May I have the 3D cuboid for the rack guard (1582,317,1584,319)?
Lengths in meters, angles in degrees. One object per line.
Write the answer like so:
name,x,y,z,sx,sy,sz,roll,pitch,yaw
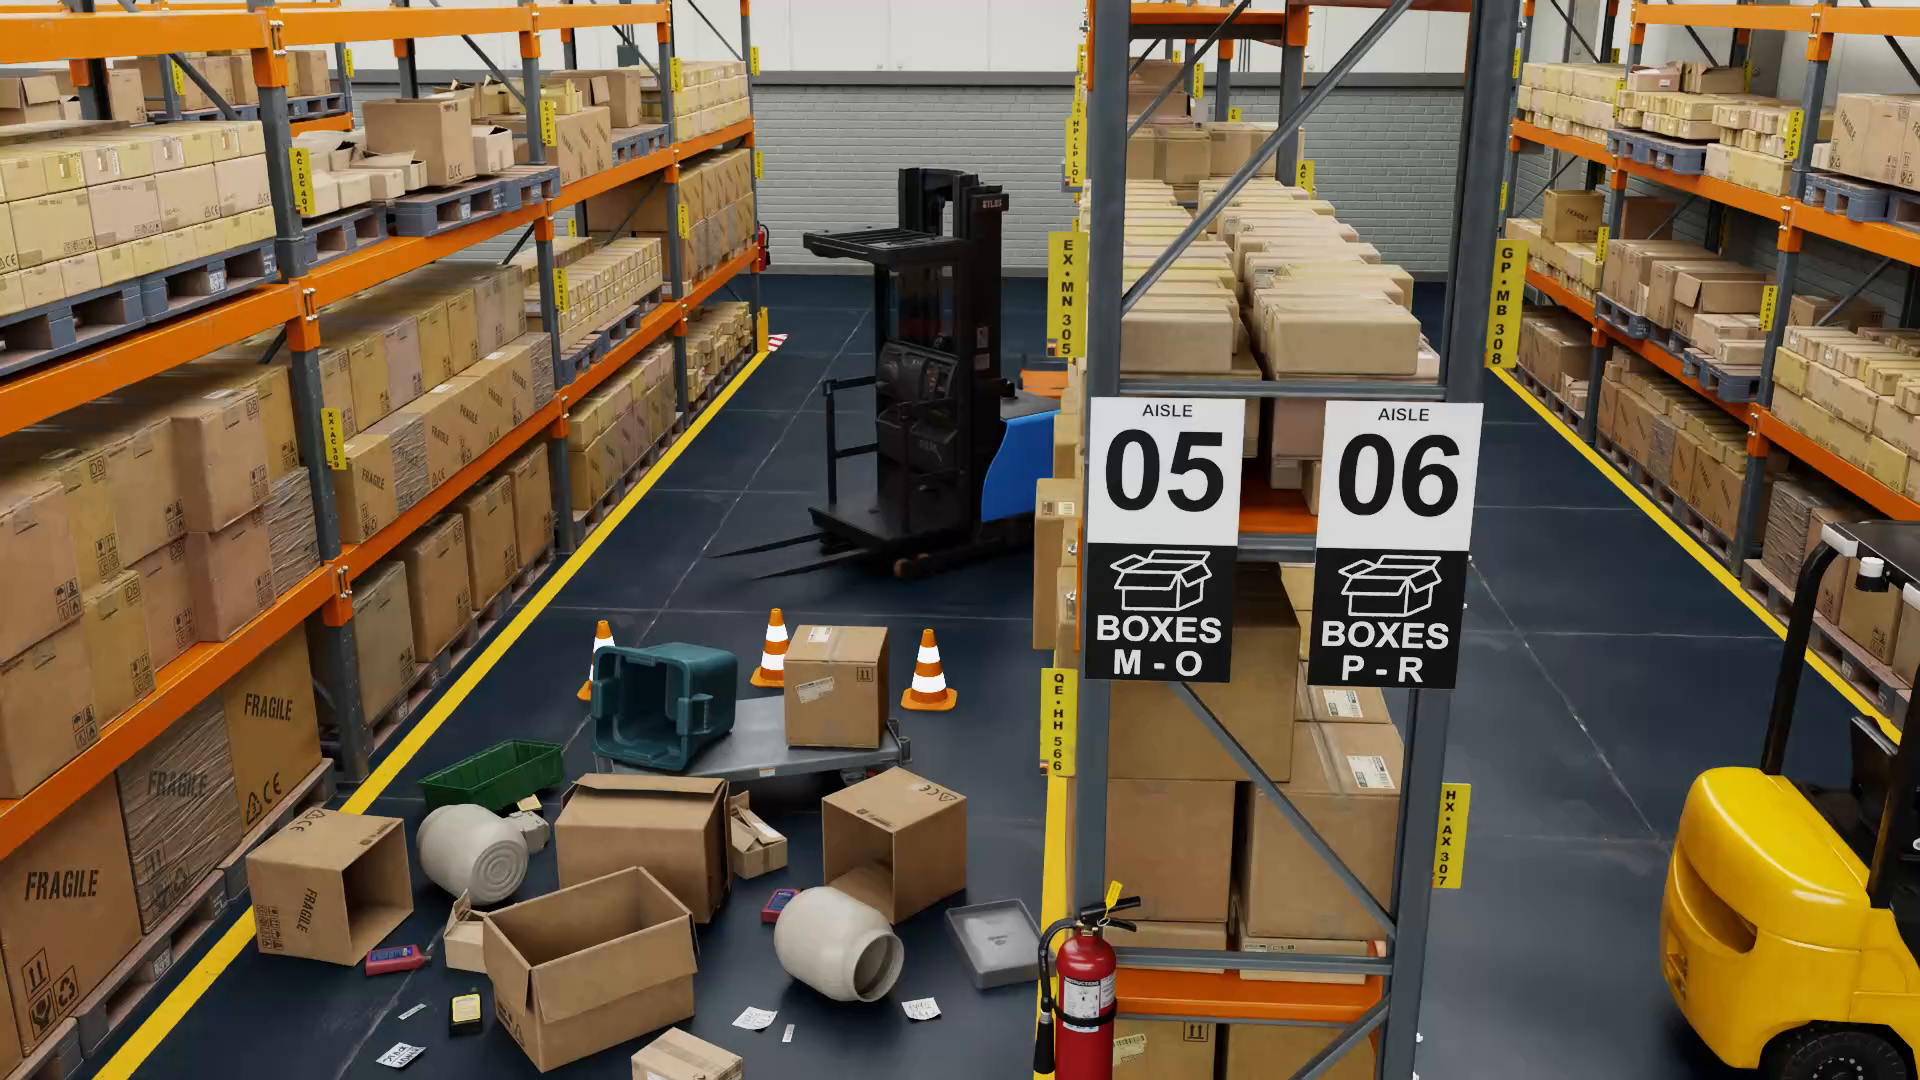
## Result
rack guard,6.922,-2.416,19.994,1.175,0.500,0.348,1,18,4

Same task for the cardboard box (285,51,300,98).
cardboard box,-8.053,-5.344,19.101,0.700,0.500,0.500,1,18,2

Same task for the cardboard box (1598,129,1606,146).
cardboard box,6.392,-3.886,16.050,0.380,0.149,0.250,1,18,4

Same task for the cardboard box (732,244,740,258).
cardboard box,-2.763,-3.355,19.248,0.380,0.149,0.250,2,18,5

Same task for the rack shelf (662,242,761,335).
rack shelf,-3.112,-2.853,18.469,1.077,0.370,4.000,1,18,4

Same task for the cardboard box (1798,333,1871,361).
cardboard box,6.019,-1.323,11.442,0.380,0.149,0.250,2,18,5

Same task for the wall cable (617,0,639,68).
wall cable,-4.066,-10.017,24.376,2.277,5.999,0.120,1,18,4

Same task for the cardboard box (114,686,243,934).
cardboard box,-4.005,1.195,7.698,0.875,0.875,0.875,1,18,4

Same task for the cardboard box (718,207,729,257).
cardboard box,-2.859,-3.388,18.306,0.500,0.500,0.500,2,18,7

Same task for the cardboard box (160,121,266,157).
cardboard box,-3.537,-1.901,7.877,0.380,0.149,0.250,1,18,3

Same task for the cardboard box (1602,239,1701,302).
cardboard box,6.382,-2.487,15.361,0.700,0.500,0.500,2,18,5

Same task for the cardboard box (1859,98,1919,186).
cardboard box,6.122,-2.484,10.375,0.700,0.500,0.500,1,18,3

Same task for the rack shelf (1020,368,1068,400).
rack shelf,0.769,-1.253,14.500,0.538,0.278,1.000,1,18,4

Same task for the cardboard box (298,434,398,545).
cardboard box,-3.523,-0.294,9.343,0.500,0.500,0.500,1,18,5

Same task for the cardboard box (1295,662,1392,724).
cardboard box,1.173,0.741,5.705,0.500,0.500,0.500,2,18,6

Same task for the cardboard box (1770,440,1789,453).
cardboard box,6.685,-0.779,13.281,0.380,0.149,0.250,2,18,5

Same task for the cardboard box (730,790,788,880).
cardboard box,-1.084,1.494,8.437,0.258,0.266,0.396,-13,22,-34

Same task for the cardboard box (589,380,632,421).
cardboard box,-3.167,-1.219,14.463,0.500,0.250,0.500,1,18,4

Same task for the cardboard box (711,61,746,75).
cardboard box,-2.699,-5.488,19.334,0.380,0.149,0.250,1,18,3

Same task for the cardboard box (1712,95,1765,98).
cardboard box,6.702,-3.745,14.308,0.380,0.149,0.250,2,18,5

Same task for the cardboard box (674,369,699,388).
cardboard box,-2.910,-1.666,17.115,0.380,0.149,0.250,2,18,6

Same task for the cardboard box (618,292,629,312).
cardboard box,-3.177,-2.122,14.810,0.380,0.149,0.250,2,18,6

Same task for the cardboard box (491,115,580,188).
cardboard box,-3.236,-2.976,12.710,0.500,0.500,0.500,1,18,4

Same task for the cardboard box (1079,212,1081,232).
cardboard box,0.811,-1.375,7.749,0.500,0.250,0.500,1,18,3

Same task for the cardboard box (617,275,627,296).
cardboard box,-3.178,-2.258,14.748,0.380,0.149,0.250,1,18,4

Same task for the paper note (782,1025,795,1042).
paper note,-0.725,2.087,7.037,0.032,0.001,0.123,1,18,4

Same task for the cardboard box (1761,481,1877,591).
cardboard box,6.295,-0.021,11.808,0.875,0.625,0.625,2,18,6

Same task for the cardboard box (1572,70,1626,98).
cardboard box,6.509,-4.596,16.774,0.500,0.250,0.500,2,18,5

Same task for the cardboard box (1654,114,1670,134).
cardboard box,6.151,-3.537,14.152,0.380,0.149,0.250,1,18,3

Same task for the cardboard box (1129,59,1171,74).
cardboard box,1.754,-4.636,16.936,0.797,0.503,0.637,3,18,8

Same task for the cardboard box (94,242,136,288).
cardboard box,-3.626,-1.127,6.795,0.380,0.149,0.250,1,18,3

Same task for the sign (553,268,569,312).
sign,-2.988,-1.871,12.455,0.100,0.325,0.005,1,18,4

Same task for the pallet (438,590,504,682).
pallet,-3.764,0.614,11.209,1.003,0.211,1.213,1,18,4

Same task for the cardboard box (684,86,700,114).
cardboard box,-2.941,-4.465,16.852,0.500,0.250,0.500,1,18,4

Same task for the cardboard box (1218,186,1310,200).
cardboard box,1.368,-1.509,7.518,0.380,0.149,0.250,1,18,3

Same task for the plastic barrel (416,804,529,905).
plastic barrel,-2.380,1.521,8.100,0.512,0.421,0.421,17,25,41

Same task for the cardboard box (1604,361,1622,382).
cardboard box,6.349,-1.600,15.786,0.380,0.149,0.250,2,18,7

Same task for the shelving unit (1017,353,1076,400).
shelving unit,0.769,-0.975,14.591,0.538,1.125,1.048,1,18,4

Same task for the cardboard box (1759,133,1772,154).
cardboard box,6.221,-2.963,12.432,0.380,0.149,0.250,2,18,5

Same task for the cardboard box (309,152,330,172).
cardboard box,-3.960,-2.079,9.539,0.500,0.250,0.500,1,18,3

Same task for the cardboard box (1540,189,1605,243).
cardboard box,6.519,-3.453,17.703,0.500,0.500,0.500,2,18,5

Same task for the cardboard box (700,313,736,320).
cardboard box,-2.803,-2.535,19.290,0.380,0.149,0.250,1,18,2

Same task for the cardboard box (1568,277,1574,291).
cardboard box,6.449,-2.614,16.987,0.380,0.149,0.250,2,18,5

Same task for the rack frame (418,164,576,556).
rack frame,-3.542,-1.332,12.670,1.000,3.000,0.127,1,18,4

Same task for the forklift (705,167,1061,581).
forklift,-0.497,-1.273,12.601,3.031,2.935,1.130,-14,23,-36

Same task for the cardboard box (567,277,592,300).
cardboard box,-3.258,-2.076,13.714,0.380,0.149,0.250,1,18,2

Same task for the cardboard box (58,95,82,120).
cardboard box,-8.364,-3.960,15.343,0.500,0.311,0.500,1,18,2

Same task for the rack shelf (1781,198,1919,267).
rack shelf,6.210,-1.605,9.843,1.077,0.370,4.000,1,18,4

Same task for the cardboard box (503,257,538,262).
cardboard box,-3.834,-2.423,14.775,0.380,0.149,0.250,2,18,6

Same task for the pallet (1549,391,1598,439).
pallet,6.690,-1.273,16.970,1.003,0.211,1.213,1,18,4

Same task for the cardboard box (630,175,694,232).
cardboard box,-2.980,-3.373,16.655,0.500,0.500,0.500,2,18,5

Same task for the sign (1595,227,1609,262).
sign,6.098,-2.806,15.780,0.100,0.325,0.005,1,18,4

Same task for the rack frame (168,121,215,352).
rack frame,-8.195,-2.716,16.895,1.000,3.000,0.127,1,18,4

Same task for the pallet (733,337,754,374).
pallet,-3.068,-2.216,19.847,1.003,0.211,1.213,1,18,4

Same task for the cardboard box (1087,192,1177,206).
cardboard box,0.750,-1.441,7.311,0.380,0.149,0.250,1,18,2

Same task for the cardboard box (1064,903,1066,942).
cardboard box,0.695,1.759,6.980,0.500,0.250,0.500,1,18,2
